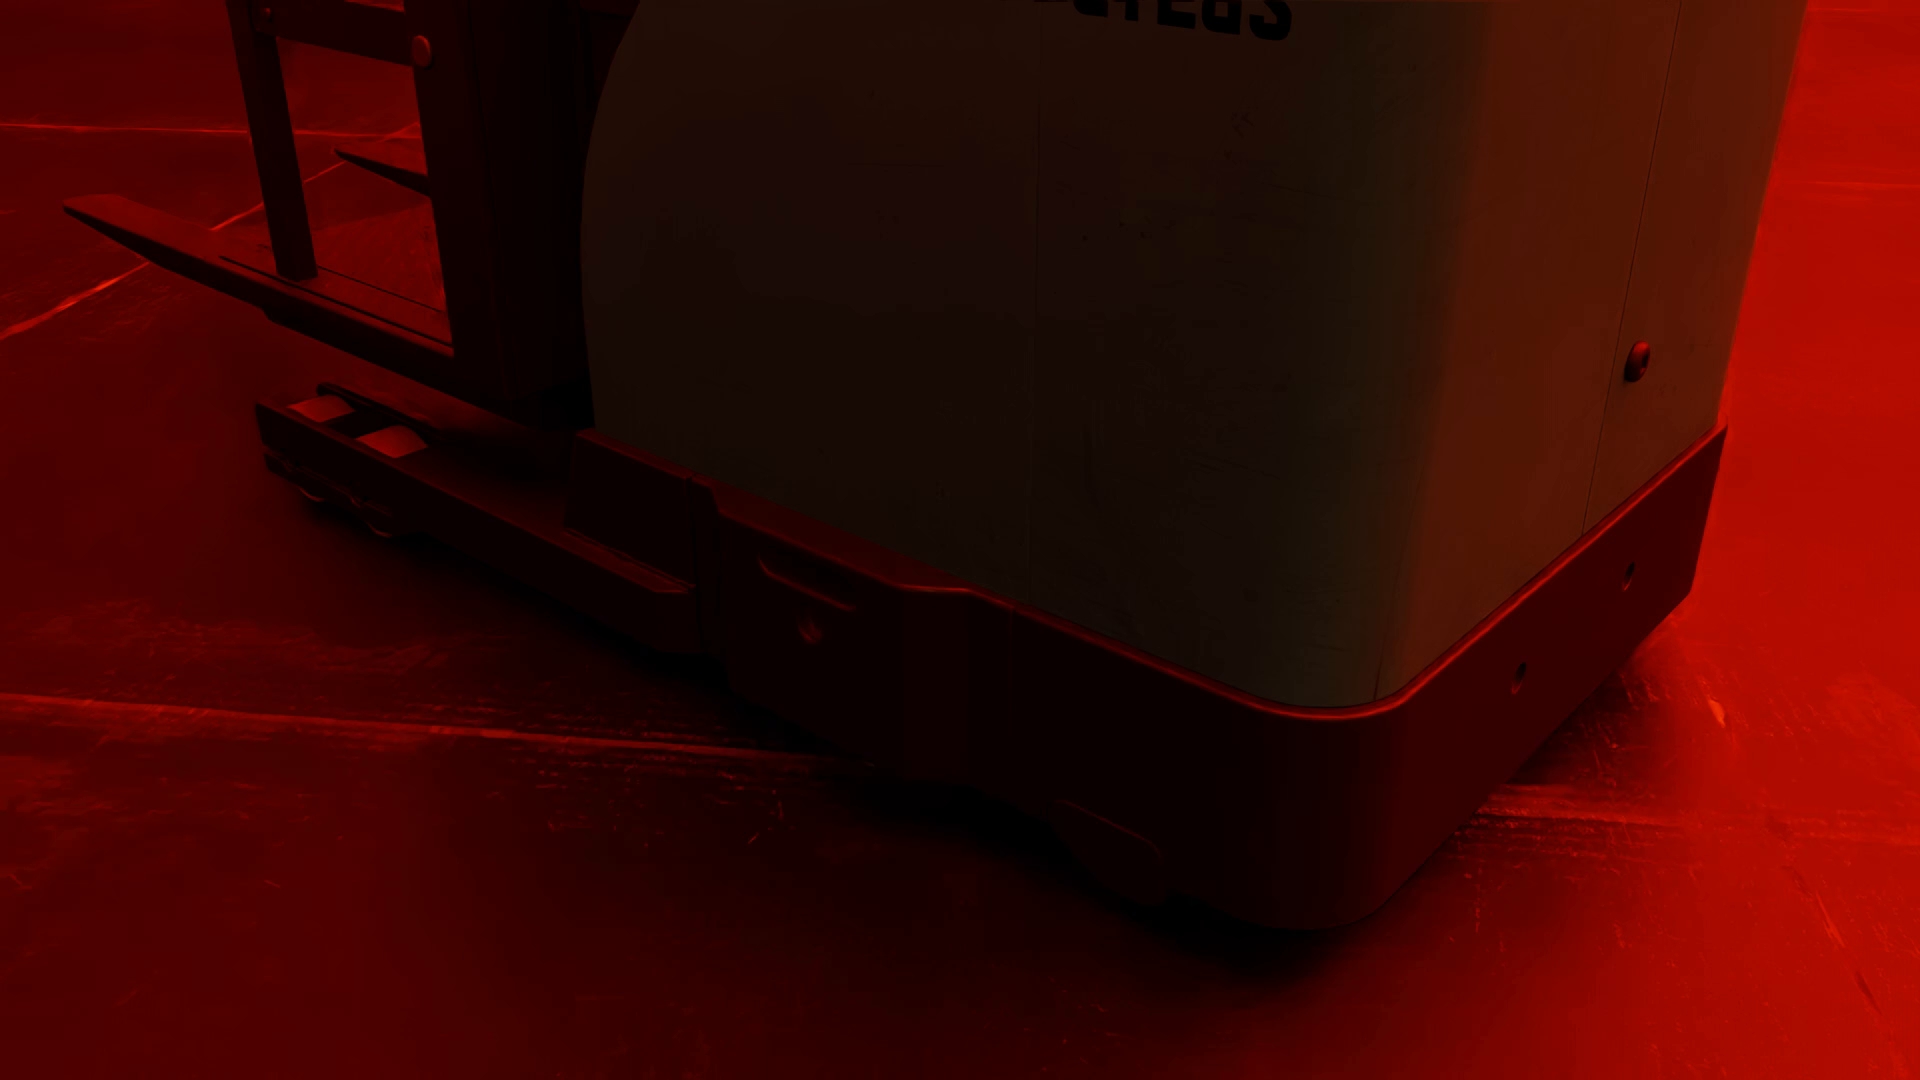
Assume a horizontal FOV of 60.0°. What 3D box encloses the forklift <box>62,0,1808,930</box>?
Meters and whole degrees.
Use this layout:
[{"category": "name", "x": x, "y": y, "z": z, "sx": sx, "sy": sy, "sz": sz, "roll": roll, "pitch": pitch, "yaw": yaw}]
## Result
[{"category": "forklift", "x": -0.464, "y": -1.473, "z": 2.168, "sx": 3.031, "sy": 2.935, "sz": 1.130, "roll": 21, "pitch": 33, "yaw": 36}]
